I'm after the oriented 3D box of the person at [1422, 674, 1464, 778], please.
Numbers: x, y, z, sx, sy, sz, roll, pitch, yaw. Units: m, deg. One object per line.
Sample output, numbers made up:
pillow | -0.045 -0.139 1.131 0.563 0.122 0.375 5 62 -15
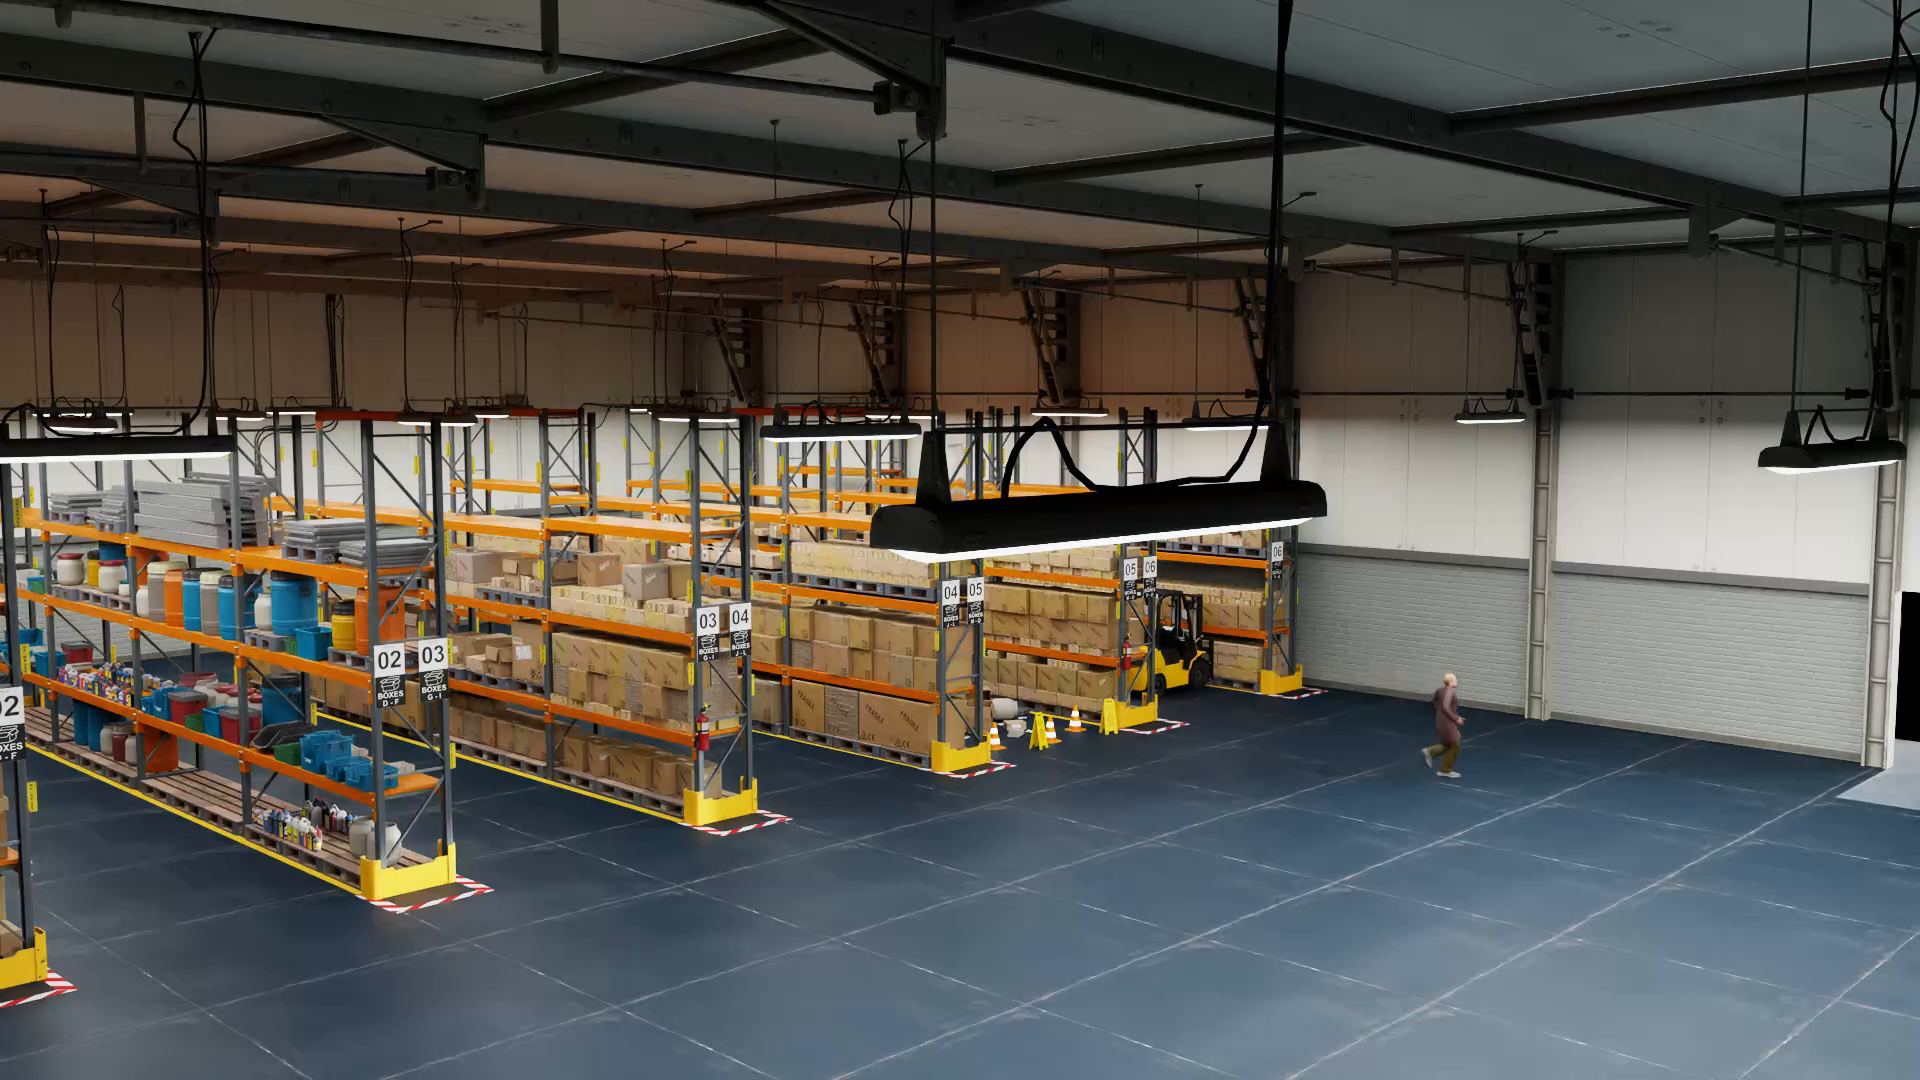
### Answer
person | 7.946 3.052 27.347 0.627 1.737 0.729 1 5 6
